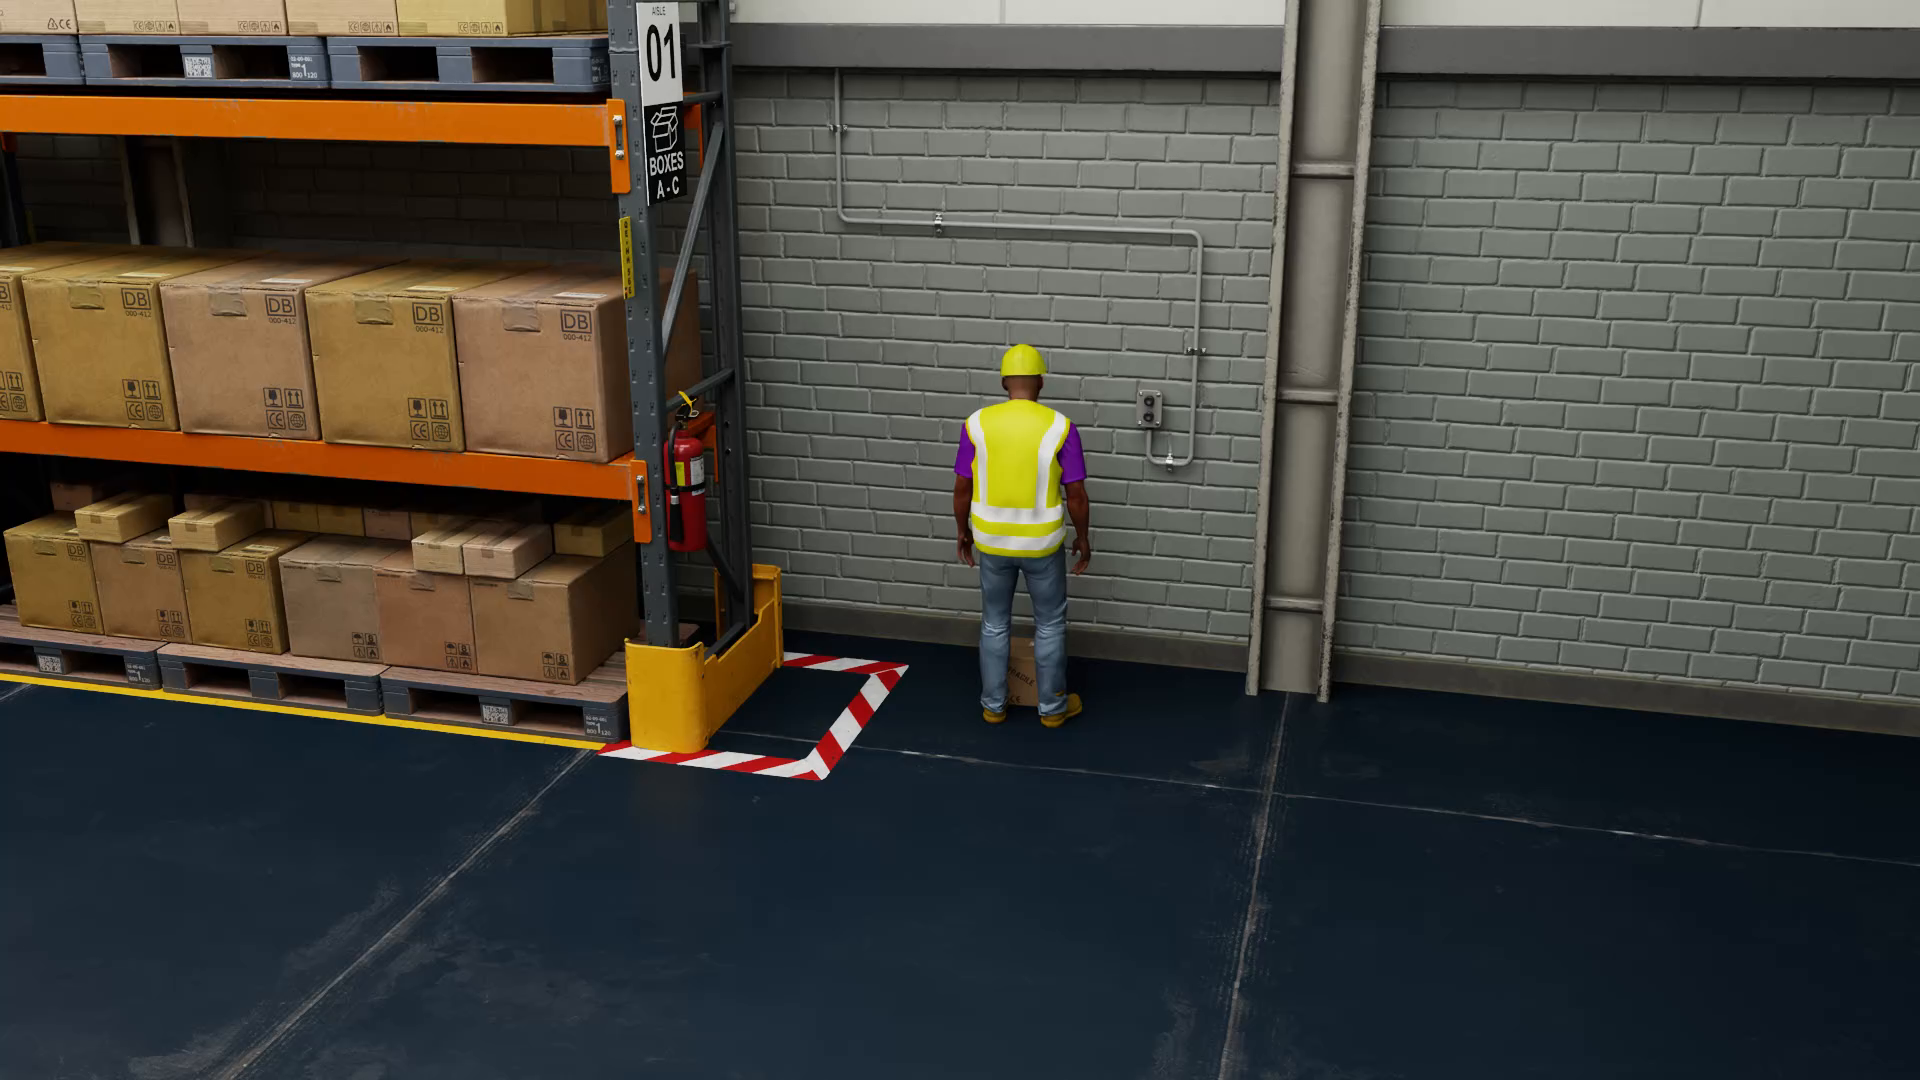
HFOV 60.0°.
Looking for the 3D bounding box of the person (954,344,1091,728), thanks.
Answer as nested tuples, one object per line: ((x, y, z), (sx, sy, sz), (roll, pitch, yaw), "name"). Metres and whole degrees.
((0.284, -0.013, 7.566), (0.626, 1.761, 0.458), (5, 19, 14), "person")
